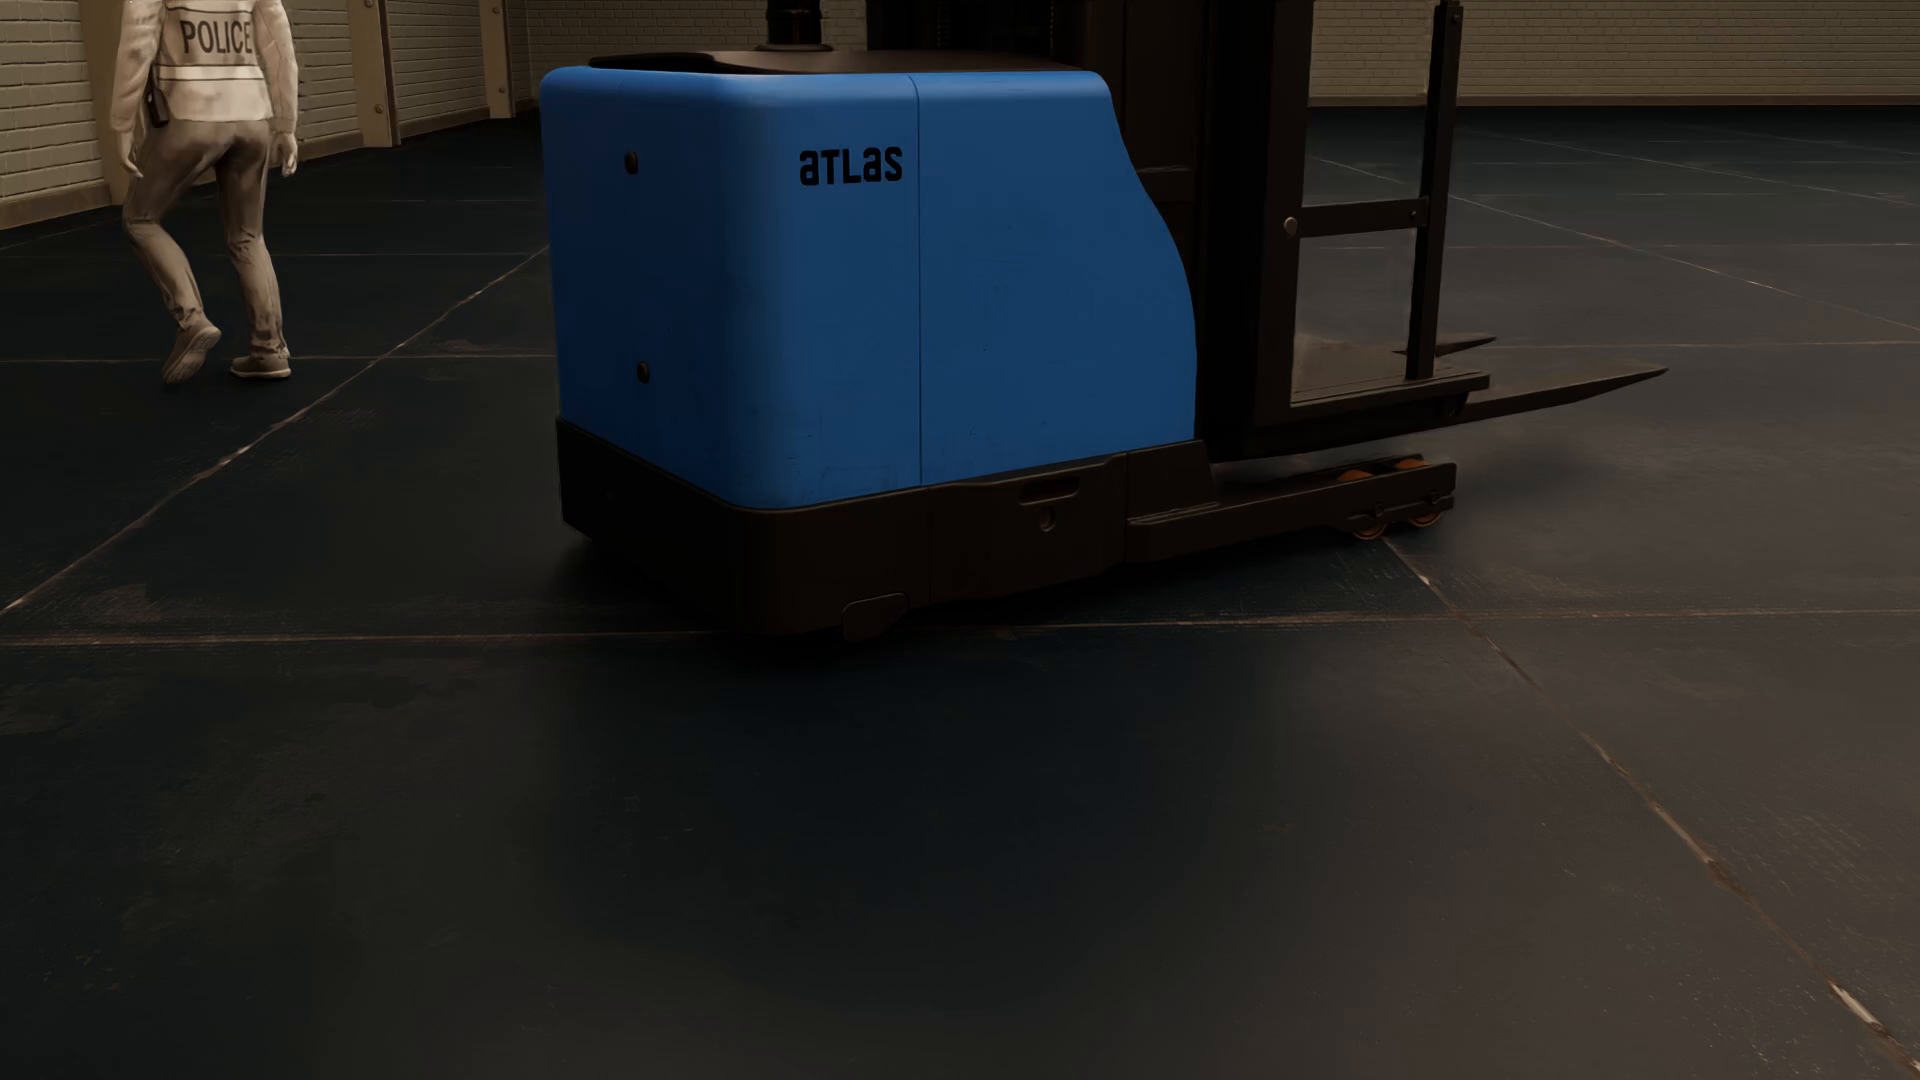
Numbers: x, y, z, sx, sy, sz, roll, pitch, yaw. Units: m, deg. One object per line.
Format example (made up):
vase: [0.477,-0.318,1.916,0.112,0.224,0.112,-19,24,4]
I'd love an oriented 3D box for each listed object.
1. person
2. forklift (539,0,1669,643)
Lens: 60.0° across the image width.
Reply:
person: [-2.525,-1.354,5.526,0.440,1.653,0.611,13,21,35]
forklift: [0.592,-1.516,3.864,3.031,2.935,1.130,-11,20,-32]
